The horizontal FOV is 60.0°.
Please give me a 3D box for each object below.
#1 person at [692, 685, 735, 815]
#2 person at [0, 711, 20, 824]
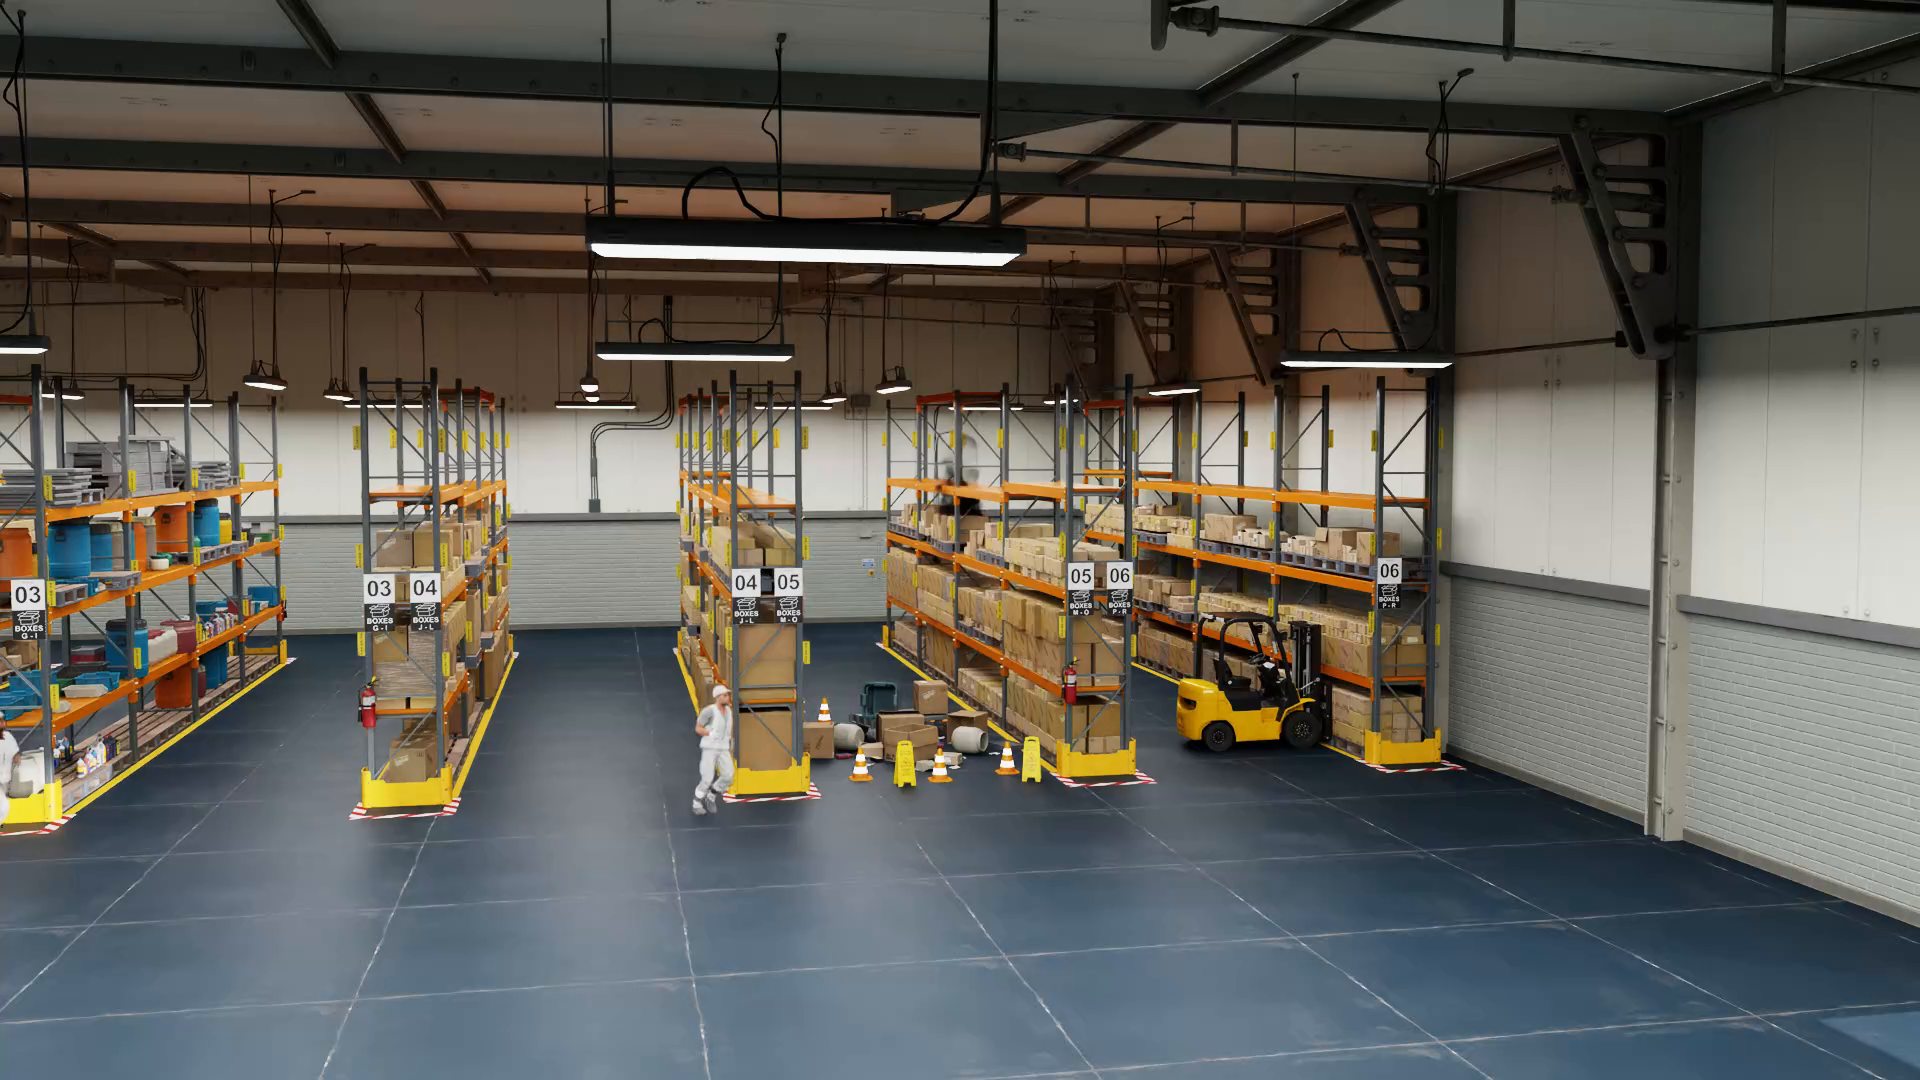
[{"bbox_3d":[-3.212,2.809,22.252,0.662,1.725,0.597,-3,4,-40],"label":"person"},{"bbox_3d":[-11.703,2.938,20.128,0.662,1.784,0.690,1,3,12],"label":"person"}]
